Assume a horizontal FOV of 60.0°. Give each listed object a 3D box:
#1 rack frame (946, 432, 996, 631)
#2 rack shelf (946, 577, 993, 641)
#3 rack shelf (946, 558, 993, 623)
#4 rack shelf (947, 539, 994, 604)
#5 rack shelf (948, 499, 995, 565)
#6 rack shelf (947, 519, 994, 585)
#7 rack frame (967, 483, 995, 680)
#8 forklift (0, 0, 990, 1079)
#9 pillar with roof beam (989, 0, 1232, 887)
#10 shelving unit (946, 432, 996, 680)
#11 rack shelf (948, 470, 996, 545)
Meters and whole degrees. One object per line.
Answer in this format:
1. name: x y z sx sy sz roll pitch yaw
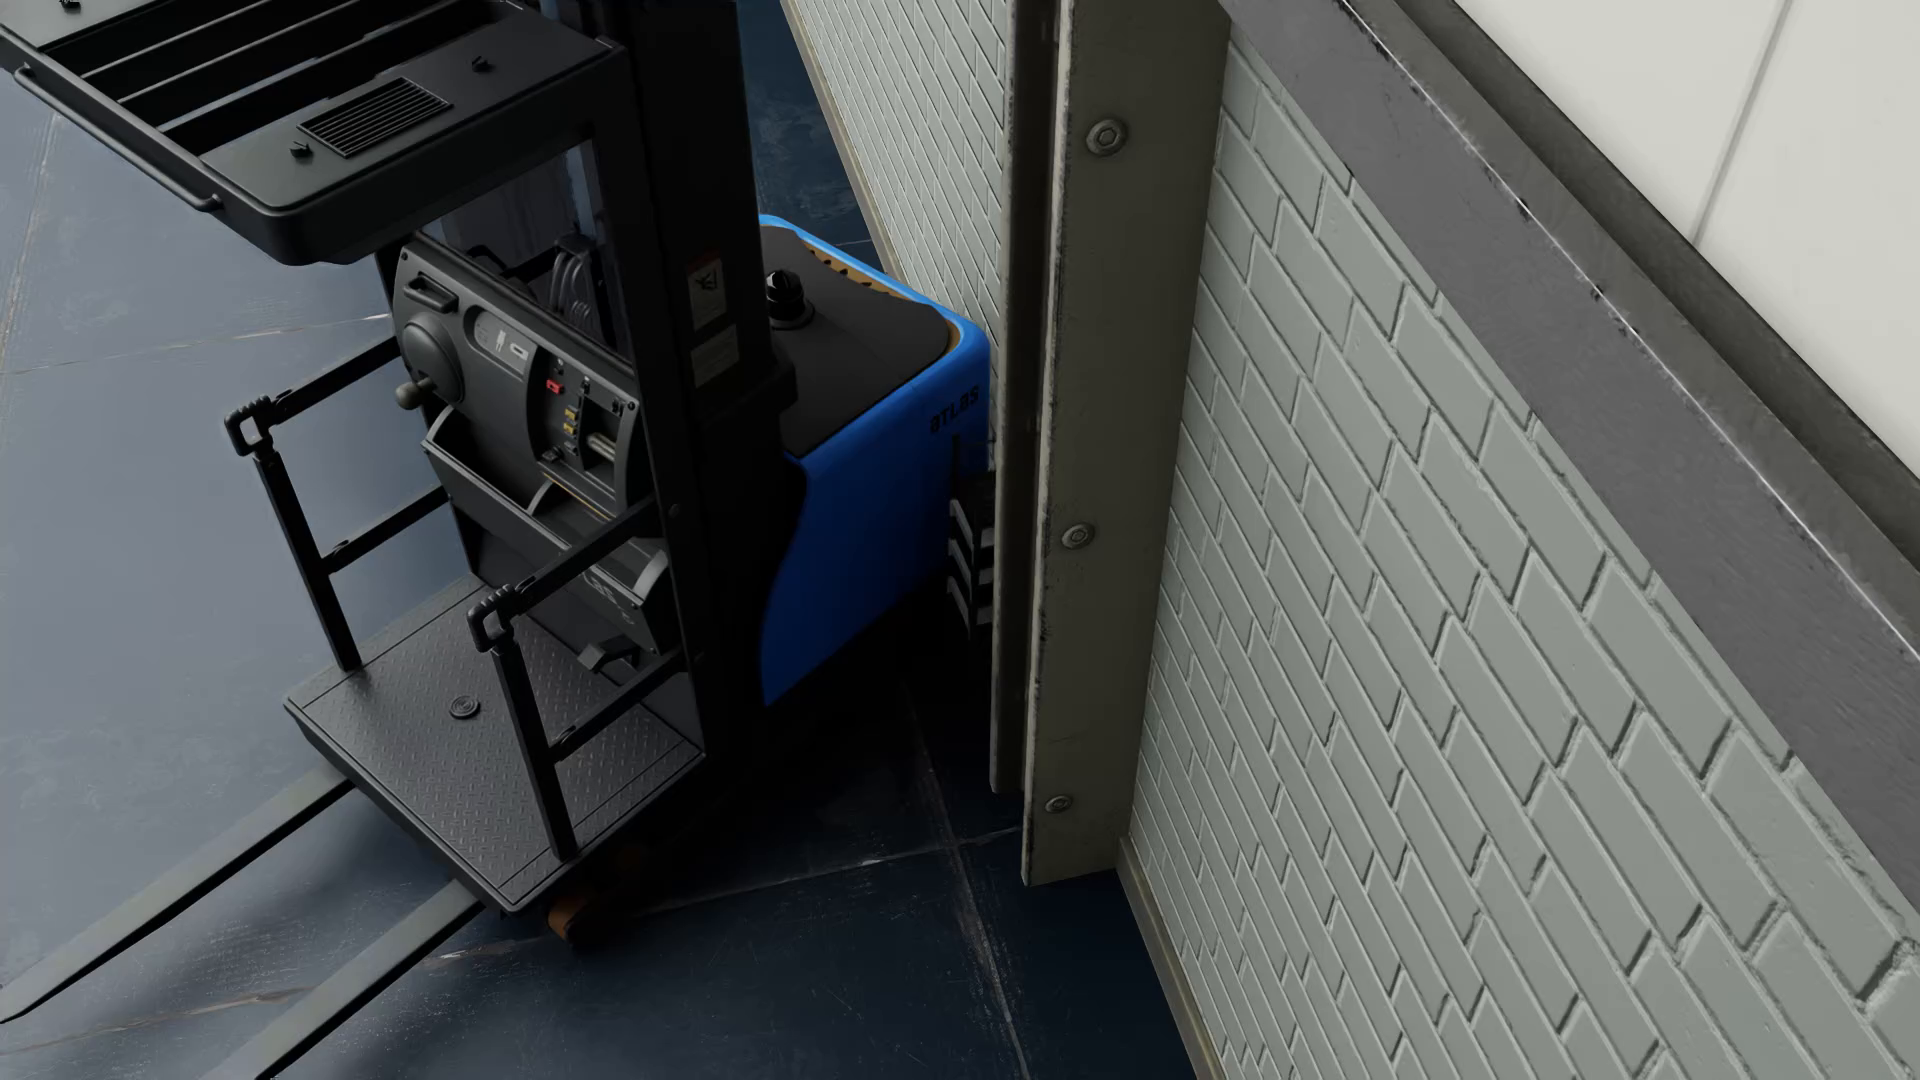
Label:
1. rack frame: 0.082 -0.030 5.047 0.240 0.900 0.006 -14 51 -13
2. rack shelf: 0.110 0.183 5.146 0.258 0.077 0.200 -14 51 -13
3. rack shelf: 0.112 0.124 5.078 0.258 0.077 0.200 -14 51 -13
4. rack shelf: 0.114 0.065 5.010 0.258 0.077 0.200 -14 51 -13
5. rack shelf: 0.119 -0.053 4.874 0.258 0.077 0.200 -14 51 -13
6. rack shelf: 0.116 0.006 4.942 0.258 0.077 0.200 -14 51 -13
7. rack frame: 0.149 0.116 4.922 0.240 0.900 0.006 -14 51 -13
8. forklift: -1.247 -0.317 4.009 1.130 2.935 3.031 32 54 28
9. pillar with roof beam: -3.875 -1.530 0.949 9.100 9.000 0.400 -11 47 -10
10. shelving unit: 0.115 0.043 4.985 0.258 0.900 0.210 -14 51 -13
11. rack shelf: 0.121 -0.112 4.806 0.258 0.077 0.200 -14 51 -13
